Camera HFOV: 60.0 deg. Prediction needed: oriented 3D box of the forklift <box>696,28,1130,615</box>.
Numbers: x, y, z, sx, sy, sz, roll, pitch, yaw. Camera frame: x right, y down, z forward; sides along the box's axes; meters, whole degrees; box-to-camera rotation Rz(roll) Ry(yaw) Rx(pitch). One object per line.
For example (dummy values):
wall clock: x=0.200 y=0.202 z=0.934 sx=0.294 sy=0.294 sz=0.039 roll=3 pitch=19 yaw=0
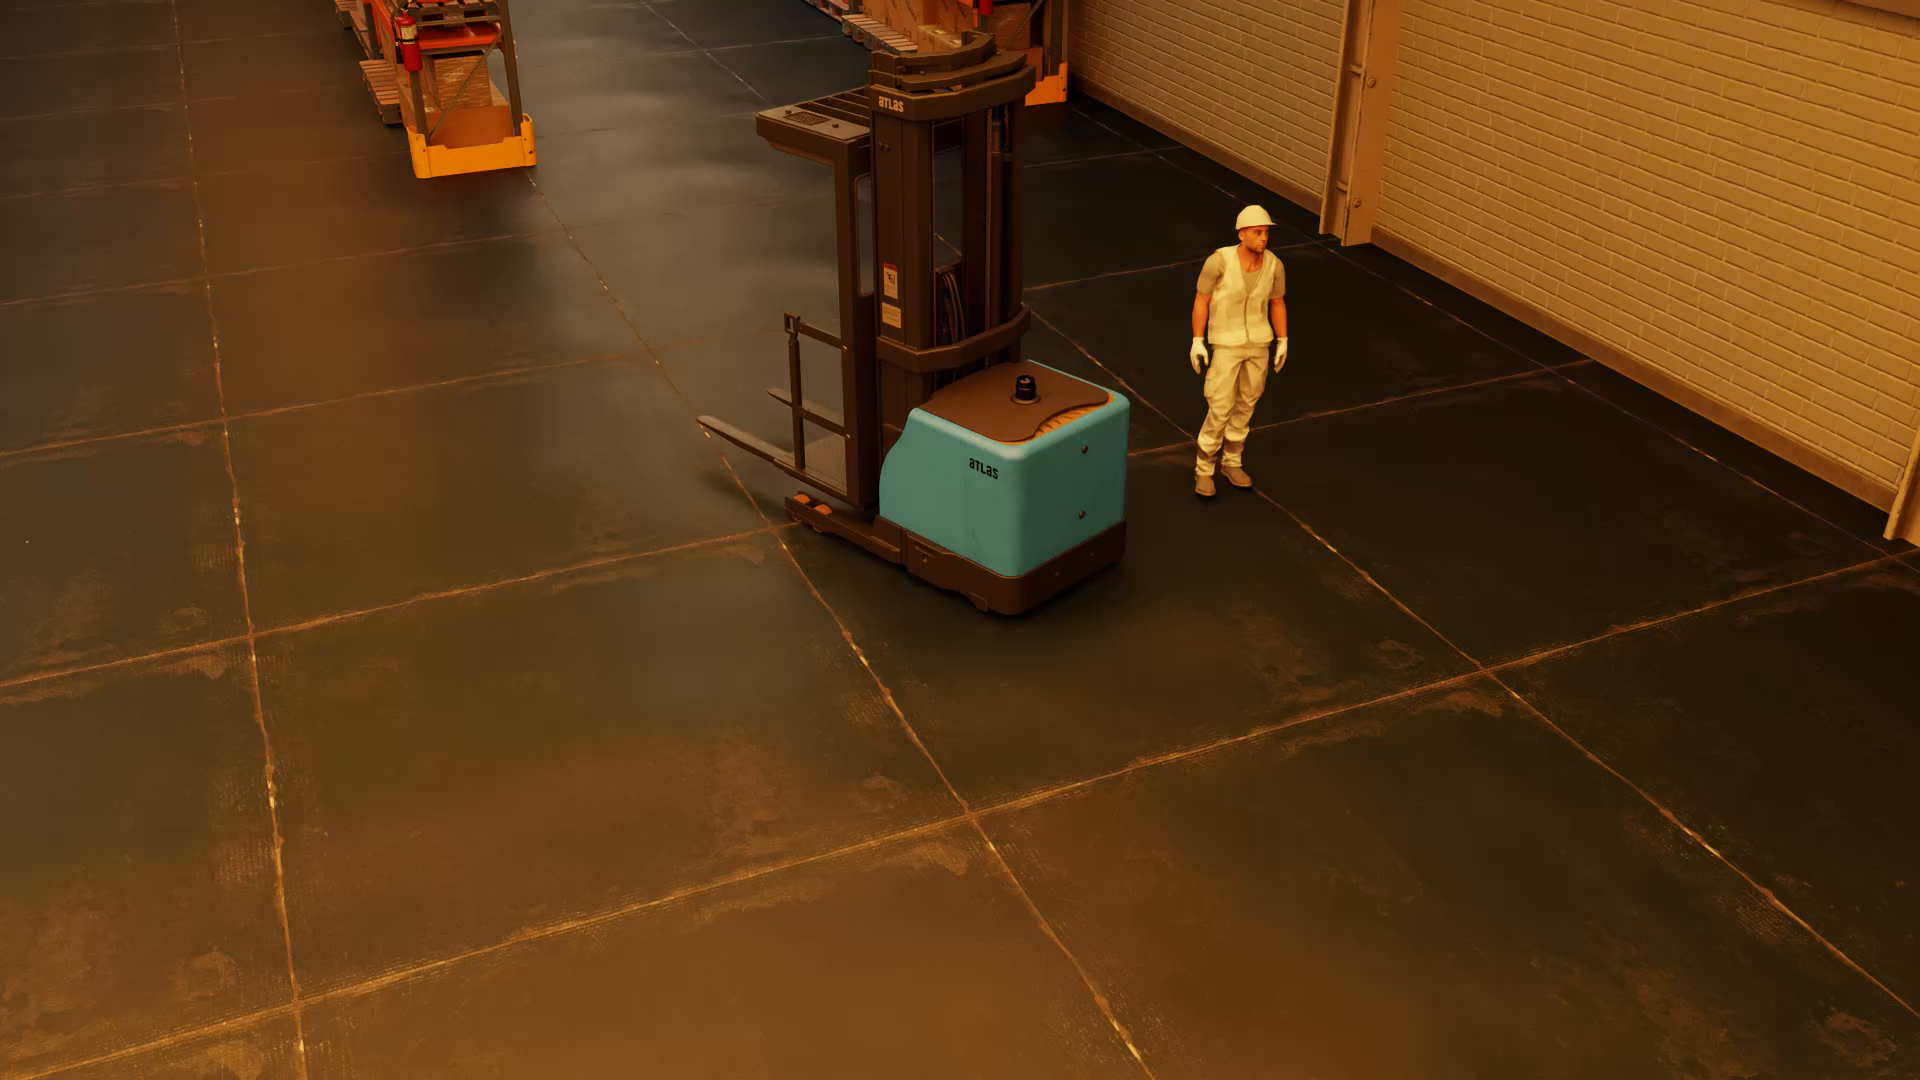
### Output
forklift: x=-0.436 y=-1.483 z=9.714 sx=3.031 sy=2.935 sz=1.130 roll=26 pitch=39 yaw=37

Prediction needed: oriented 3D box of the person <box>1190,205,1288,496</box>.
person: x=1.749 y=-1.162 z=10.287 sx=0.638 sy=1.788 sz=0.560 roll=-6 pitch=30 yaw=-11
